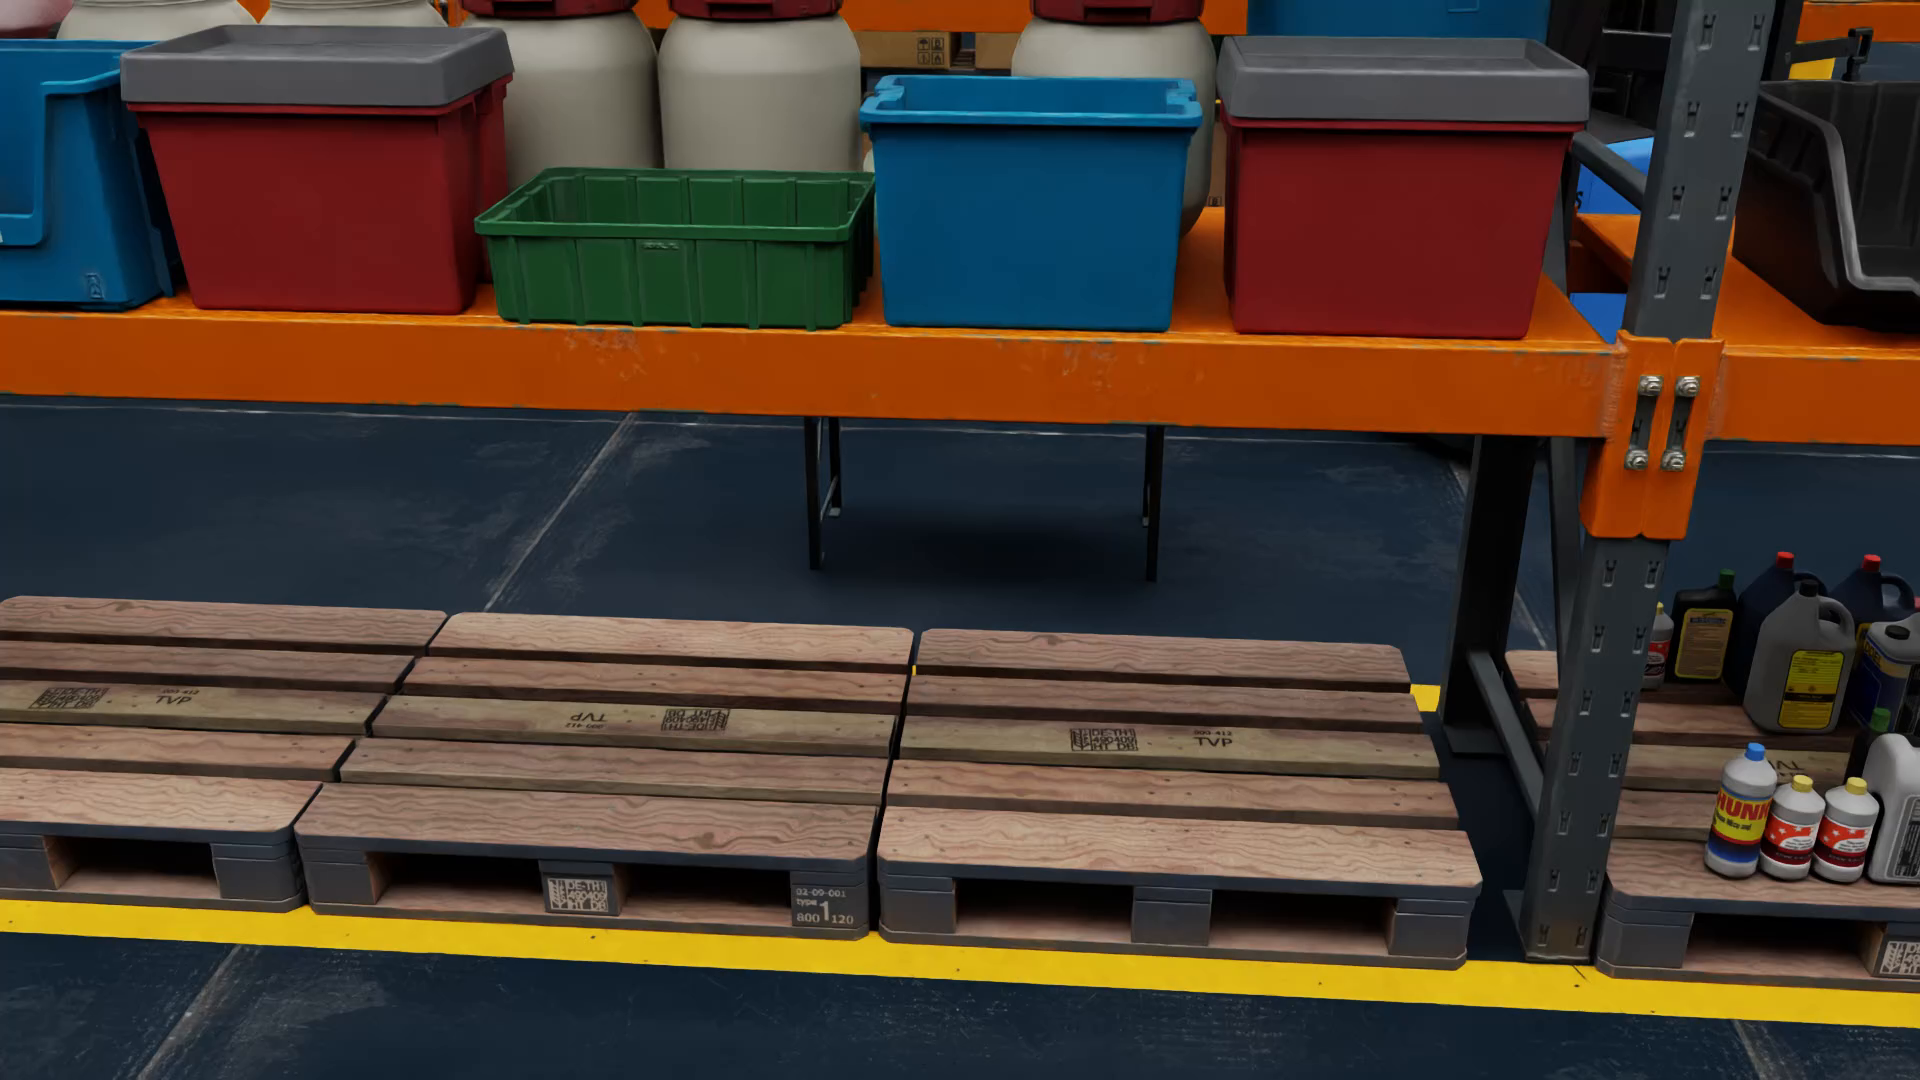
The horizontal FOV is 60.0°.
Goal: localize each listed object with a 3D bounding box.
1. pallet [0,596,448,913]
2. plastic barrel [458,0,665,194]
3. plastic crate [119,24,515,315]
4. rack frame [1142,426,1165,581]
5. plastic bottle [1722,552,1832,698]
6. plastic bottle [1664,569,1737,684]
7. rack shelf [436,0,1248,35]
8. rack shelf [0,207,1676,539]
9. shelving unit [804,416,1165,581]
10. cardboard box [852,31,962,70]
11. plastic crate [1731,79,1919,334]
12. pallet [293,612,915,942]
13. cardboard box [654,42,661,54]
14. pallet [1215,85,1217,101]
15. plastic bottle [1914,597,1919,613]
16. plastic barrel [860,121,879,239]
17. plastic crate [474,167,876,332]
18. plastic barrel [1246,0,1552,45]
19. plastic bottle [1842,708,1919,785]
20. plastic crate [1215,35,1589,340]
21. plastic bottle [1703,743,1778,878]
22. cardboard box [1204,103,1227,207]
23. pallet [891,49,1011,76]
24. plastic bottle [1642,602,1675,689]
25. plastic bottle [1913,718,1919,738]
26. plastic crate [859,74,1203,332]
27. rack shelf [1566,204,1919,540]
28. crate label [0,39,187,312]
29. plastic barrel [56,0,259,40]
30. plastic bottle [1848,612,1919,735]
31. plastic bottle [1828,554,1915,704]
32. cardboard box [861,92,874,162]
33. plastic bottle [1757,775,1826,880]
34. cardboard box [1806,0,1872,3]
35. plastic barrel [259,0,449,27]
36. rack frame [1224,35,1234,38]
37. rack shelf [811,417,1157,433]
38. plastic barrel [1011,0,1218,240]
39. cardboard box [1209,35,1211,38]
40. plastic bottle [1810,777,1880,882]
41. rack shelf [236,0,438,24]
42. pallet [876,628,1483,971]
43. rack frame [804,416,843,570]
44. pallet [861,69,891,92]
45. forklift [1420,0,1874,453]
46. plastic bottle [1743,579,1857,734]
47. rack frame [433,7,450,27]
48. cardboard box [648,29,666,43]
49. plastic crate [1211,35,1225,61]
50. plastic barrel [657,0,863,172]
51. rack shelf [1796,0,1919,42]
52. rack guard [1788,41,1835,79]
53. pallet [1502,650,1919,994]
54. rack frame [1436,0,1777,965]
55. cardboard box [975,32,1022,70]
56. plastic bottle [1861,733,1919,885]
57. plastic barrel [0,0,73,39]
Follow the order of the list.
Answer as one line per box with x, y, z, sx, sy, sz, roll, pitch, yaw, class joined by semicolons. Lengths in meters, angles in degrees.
-1.966;0.469;3.978;1.213;0.211;1.003;2;25;4;pallet
-0.847;-0.932;3.523;0.433;0.535;0.433;0;25;0;plastic barrel
-1.148;-0.688;3.081;0.583;0.464;0.402;2;25;4;plastic crate
0.592;-0.662;4.895;0.032;1.500;0.500;2;25;4;rack frame
1.917;0.194;3.884;0.185;0.351;0.144;1;25;3;plastic bottle
1.758;0.202;3.947;0.133;0.283;0.061;3;25;7;plastic bottle
-0.362;-2.512;7.981;4.000;0.370;1.077;2;25;4;rack shelf
-0.741;-0.448;3.495;4.000;0.370;1.077;2;25;4;rack shelf
0.085;-0.679;4.931;1.048;1.500;0.538;2;25;4;shelving unit
-0.404;-4.052;12.657;0.750;0.750;1.050;2;25;5;cardboard box
1.765;-0.613;3.067;0.504;0.338;0.767;2;25;4;plastic crate
-0.753;0.509;3.890;1.213;0.211;1.003;2;25;4;pallet
-1.686;-2.299;8.224;0.500;0.250;0.500;3;25;6;cardboard box
1.337;-3.565;12.746;1.213;0.211;1.003;2;25;4;pallet
2.274;0.218;3.911;0.133;0.283;0.061;3;25;8;plastic bottle
-0.055;-0.754;3.466;0.301;0.262;0.301;0;25;0;plastic barrel
-0.505;-0.552;3.115;0.662;0.188;0.450;2;25;4;plastic crate
0.891;-1.077;3.402;0.708;0.901;0.600;2;25;4;plastic barrel
1.869;0.471;3.361;0.133;0.283;0.061;2;25;4;plastic bottle
0.746;-0.628;2.949;0.583;0.464;0.402;2;25;4;plastic crate
1.537;0.522;3.265;0.097;0.271;0.097;0;25;0;plastic bottle
1.021;-1.868;8.185;0.500;0.500;0.700;0;25;0;cardboard box
0.117;-3.603;12.828;1.213;0.211;1.003;2;25;4;pallet
1.638;0.243;3.956;0.097;0.201;0.097;0;25;0;plastic bottle
2.037;0.432;3.366;0.185;0.351;0.144;2;25;4;plastic bottle
0.129;-0.609;3.004;0.575;0.384;0.392;2;25;4;plastic crate
3.247;-0.320;3.217;4.000;0.370;1.077;2;25;4;rack shelf
-1.766;-0.710;3.162;0.616;0.435;0.502;2;25;4;crate label
-1.694;-0.945;3.582;0.421;0.512;0.421;0;25;0;plastic barrel
2.122;0.296;3.750;0.135;0.276;0.152;2;25;4;plastic bottle
2.108;0.200;3.870;0.185;0.351;0.144;1;25;1;plastic bottle
-0.567;-1.926;8.312;0.500;0.500;0.700;4;25;8;cardboard box
1.638;0.557;3.272;0.097;0.201;0.097;0;25;0;plastic bottle
3.816;-2.460;7.308;0.250;0.149;0.380;2;25;4;cardboard box
-1.274;-0.932;3.553;0.421;0.512;0.421;0;25;0;plastic barrel
2.112;-4.839;12.177;0.127;3.000;1.000;2;25;4;rack frame
0.085;-0.515;5.006;1.000;0.185;0.538;2;25;4;rack shelf
0.316;-0.894;3.442;0.433;0.535;0.433;0;25;0;plastic barrel
1.486;-3.990;12.522;0.750;0.750;1.050;2;25;4;cardboard box
1.740;0.560;3.265;0.097;0.201;0.097;0;25;0;plastic bottle
-4.351;-2.640;8.260;4.000;0.370;1.077;2;25;4;rack shelf
0.467;0.547;3.808;1.213;0.211;1.003;2;25;4;pallet
-0.422;-0.695;4.966;0.032;1.500;0.500;2;25;4;rack frame
-1.096;-3.643;12.915;1.213;0.211;1.003;2;25;4;pallet
2.782;-2.066;6.234;3.031;2.935;1.130;-15;29;-29;forklift
1.906;0.254;3.753;0.185;0.351;0.144;2;25;4;plastic bottle
-2.356;-2.903;7.970;0.127;3.000;1.000;2;25;4;rack frame
-2.552;-3.934;12.699;0.500;0.500;0.500;2;25;4;cardboard box
2.386;-4.128;13.928;0.662;0.188;0.450;16;39;31;plastic crate
-0.416;-0.918;3.493;0.433;0.535;0.433;0;25;0;plastic barrel
3.626;-2.384;7.703;4.000;0.370;1.077;2;25;4;rack shelf
6.124;-3.574;12.420;0.348;0.500;1.175;2;25;4;rack guard
1.919;0.595;3.704;1.213;0.211;1.003;2;25;4;pallet
1.253;-0.710;3.206;0.127;3.000;1.000;2;25;4;rack frame
0.525;-4.022;12.592;0.750;0.750;1.050;2;25;4;cardboard box
1.861;0.519;3.266;0.135;0.276;0.152;3;25;6;plastic bottle
-2.250;-1.012;3.697;0.708;0.536;0.600;2;25;4;plastic barrel
